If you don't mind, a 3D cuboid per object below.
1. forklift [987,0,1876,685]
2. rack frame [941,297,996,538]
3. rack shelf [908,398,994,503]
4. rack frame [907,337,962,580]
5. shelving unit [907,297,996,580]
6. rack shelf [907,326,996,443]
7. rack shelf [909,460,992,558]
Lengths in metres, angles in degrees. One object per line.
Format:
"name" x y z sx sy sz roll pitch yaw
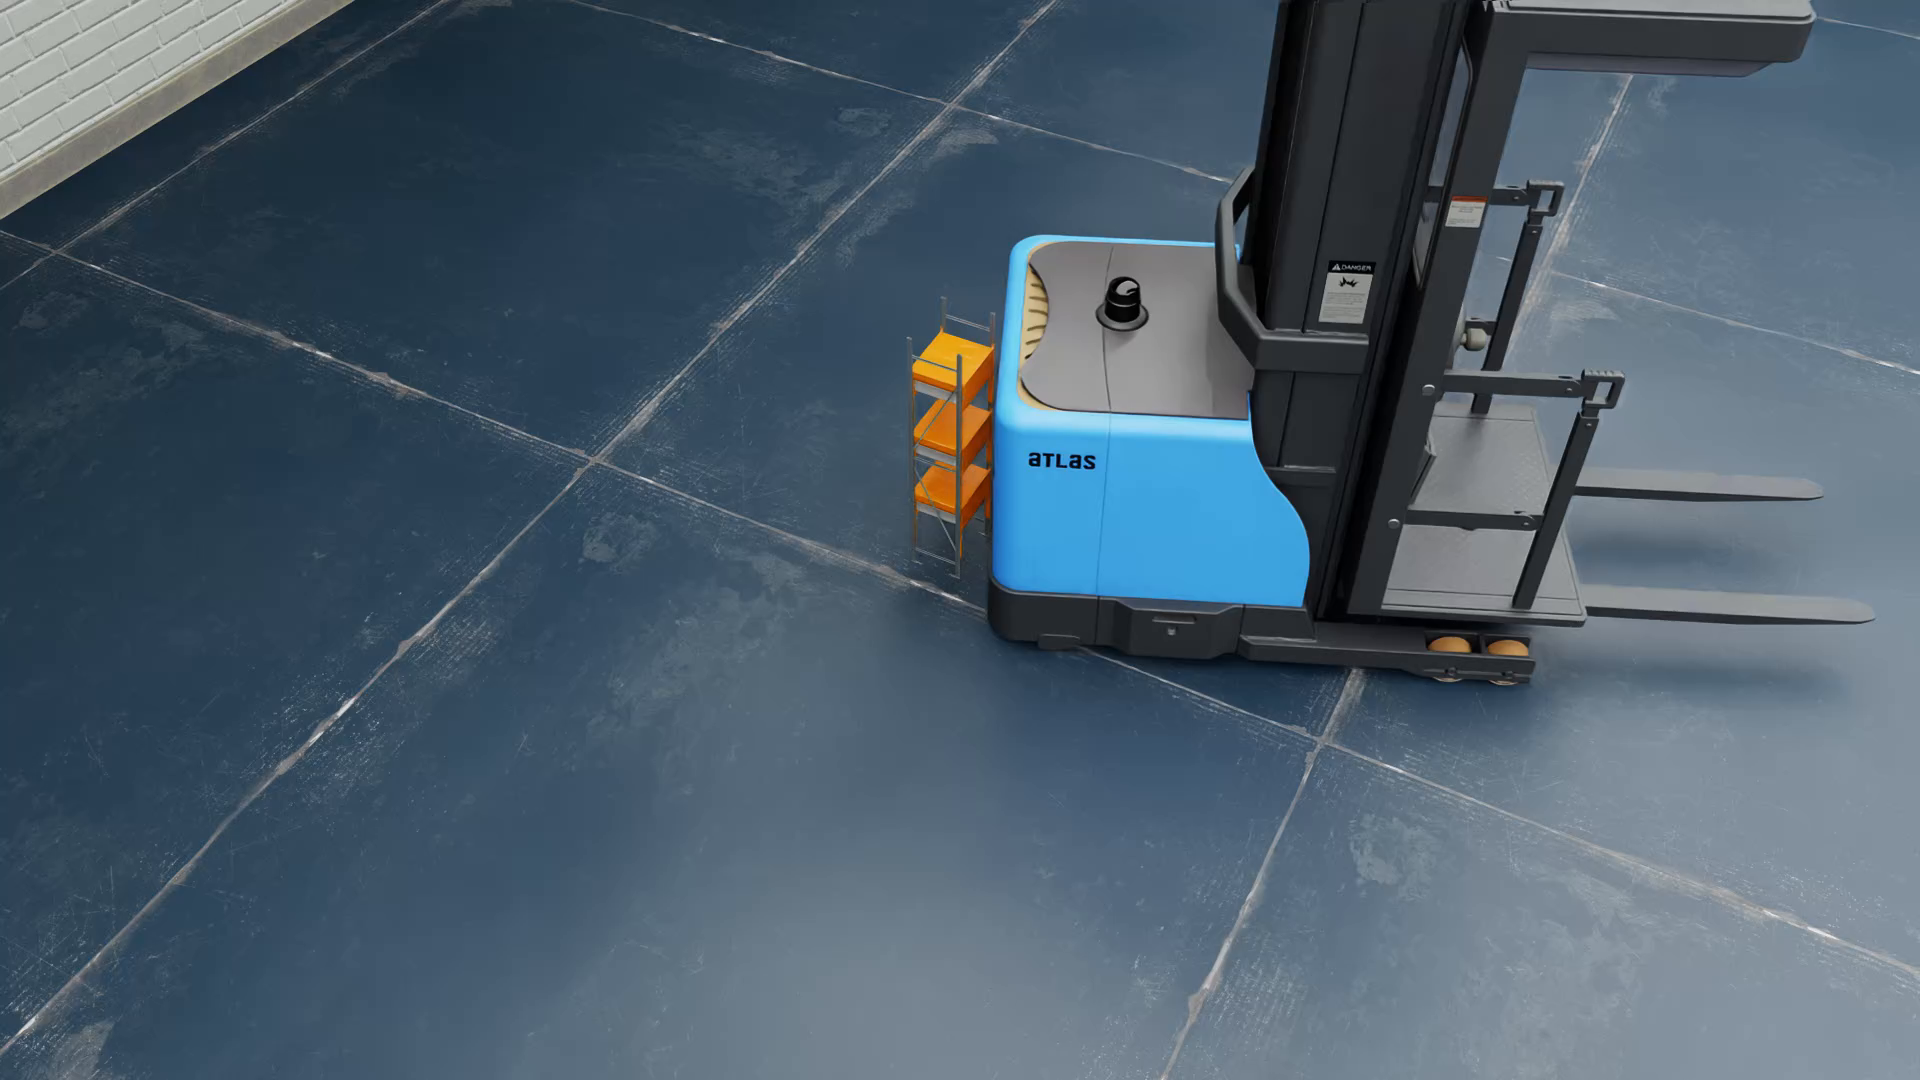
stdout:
"forklift" 1.640 -0.924 5.102 3.031 2.935 1.130 3 45 3
"rack frame" 0.024 -0.413 5.919 0.200 1.050 0.008 20 48 18
"rack shelf" -0.031 -0.328 5.849 0.215 0.259 0.240 20 48 18
"rack frame" -0.086 -0.258 5.765 0.200 1.050 0.008 20 48 18
"shelving unit" -0.031 -0.336 5.842 0.215 1.050 0.252 20 48 18
"rack shelf" -0.029 -0.528 5.648 0.215 0.259 0.240 20 48 18
"rack shelf" -0.033 -0.132 6.047 0.215 0.259 0.240 20 48 18
